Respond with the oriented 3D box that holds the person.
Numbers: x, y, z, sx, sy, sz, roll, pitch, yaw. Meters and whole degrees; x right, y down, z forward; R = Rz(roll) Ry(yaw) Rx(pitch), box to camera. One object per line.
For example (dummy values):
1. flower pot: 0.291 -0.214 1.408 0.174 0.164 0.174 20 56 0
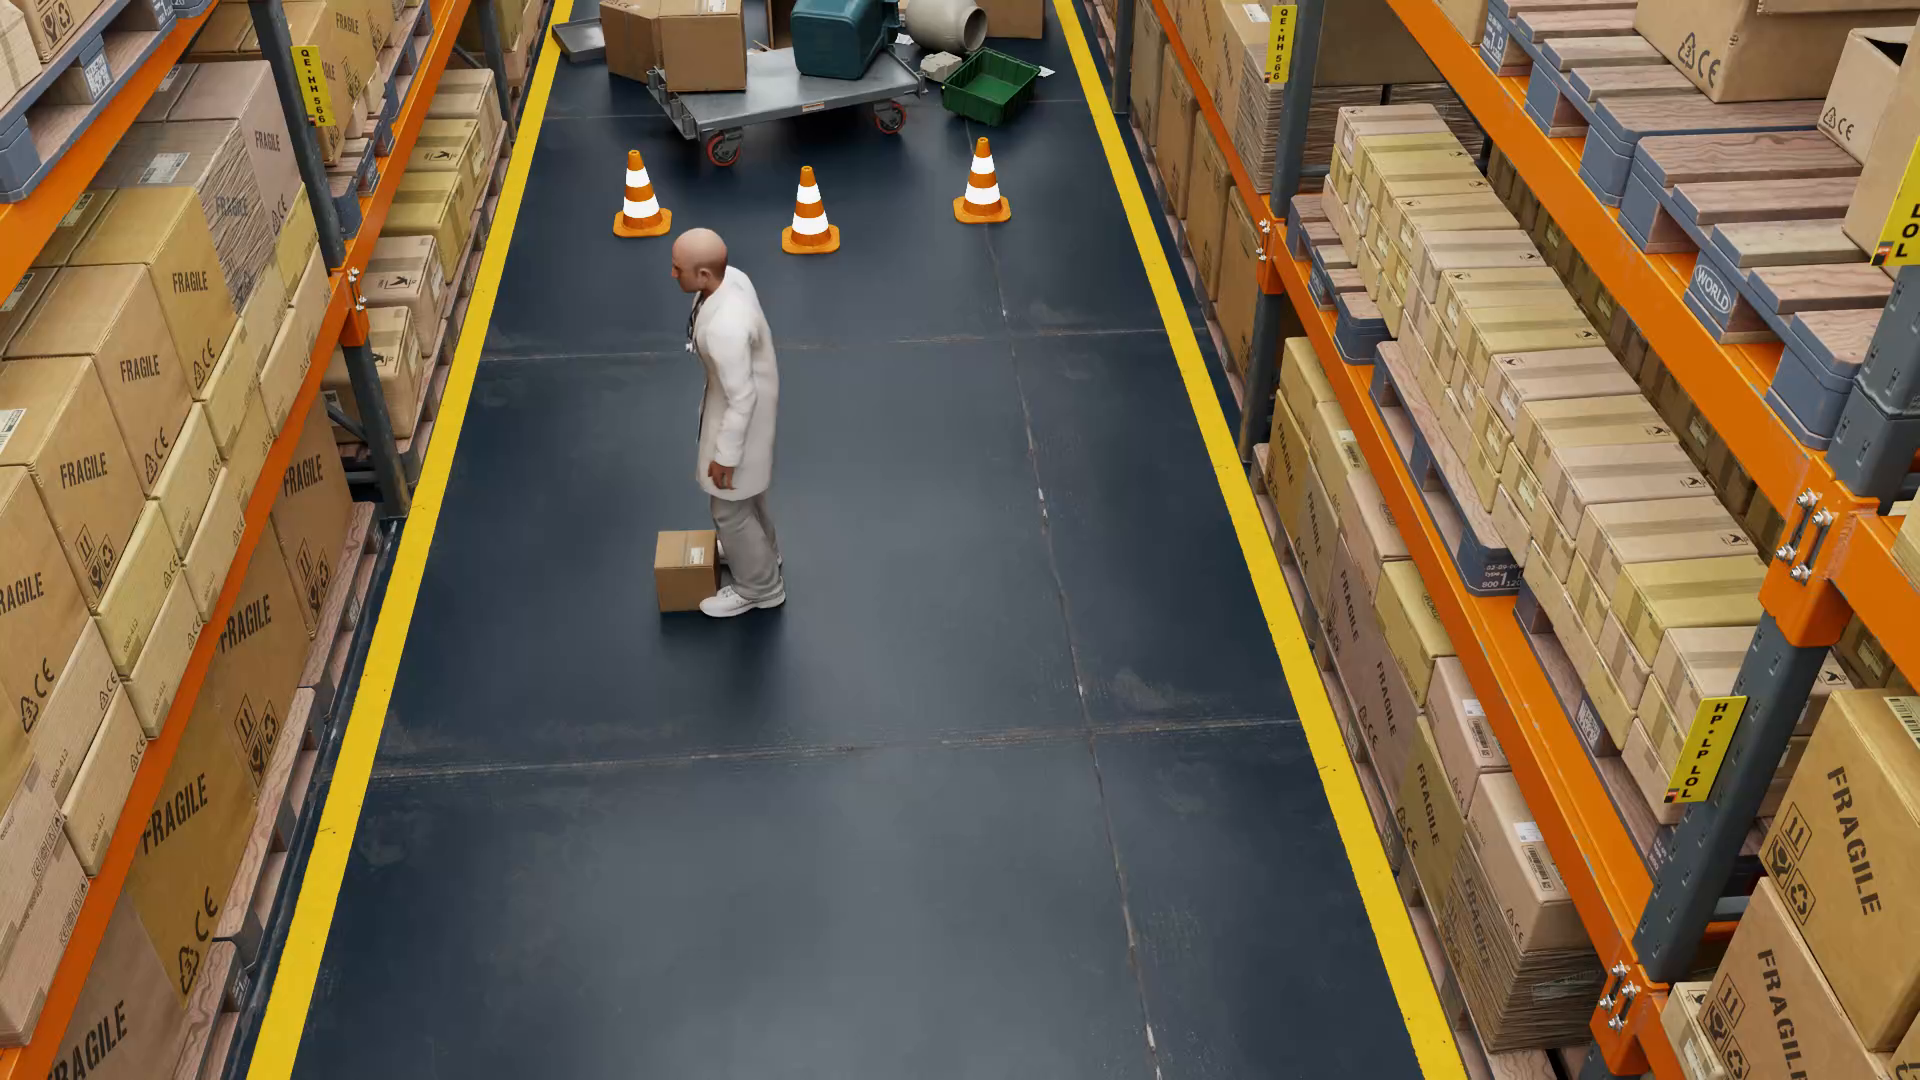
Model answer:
1. person: -0.933 -0.473 6.758 0.418 1.775 0.656 -5 39 -6
